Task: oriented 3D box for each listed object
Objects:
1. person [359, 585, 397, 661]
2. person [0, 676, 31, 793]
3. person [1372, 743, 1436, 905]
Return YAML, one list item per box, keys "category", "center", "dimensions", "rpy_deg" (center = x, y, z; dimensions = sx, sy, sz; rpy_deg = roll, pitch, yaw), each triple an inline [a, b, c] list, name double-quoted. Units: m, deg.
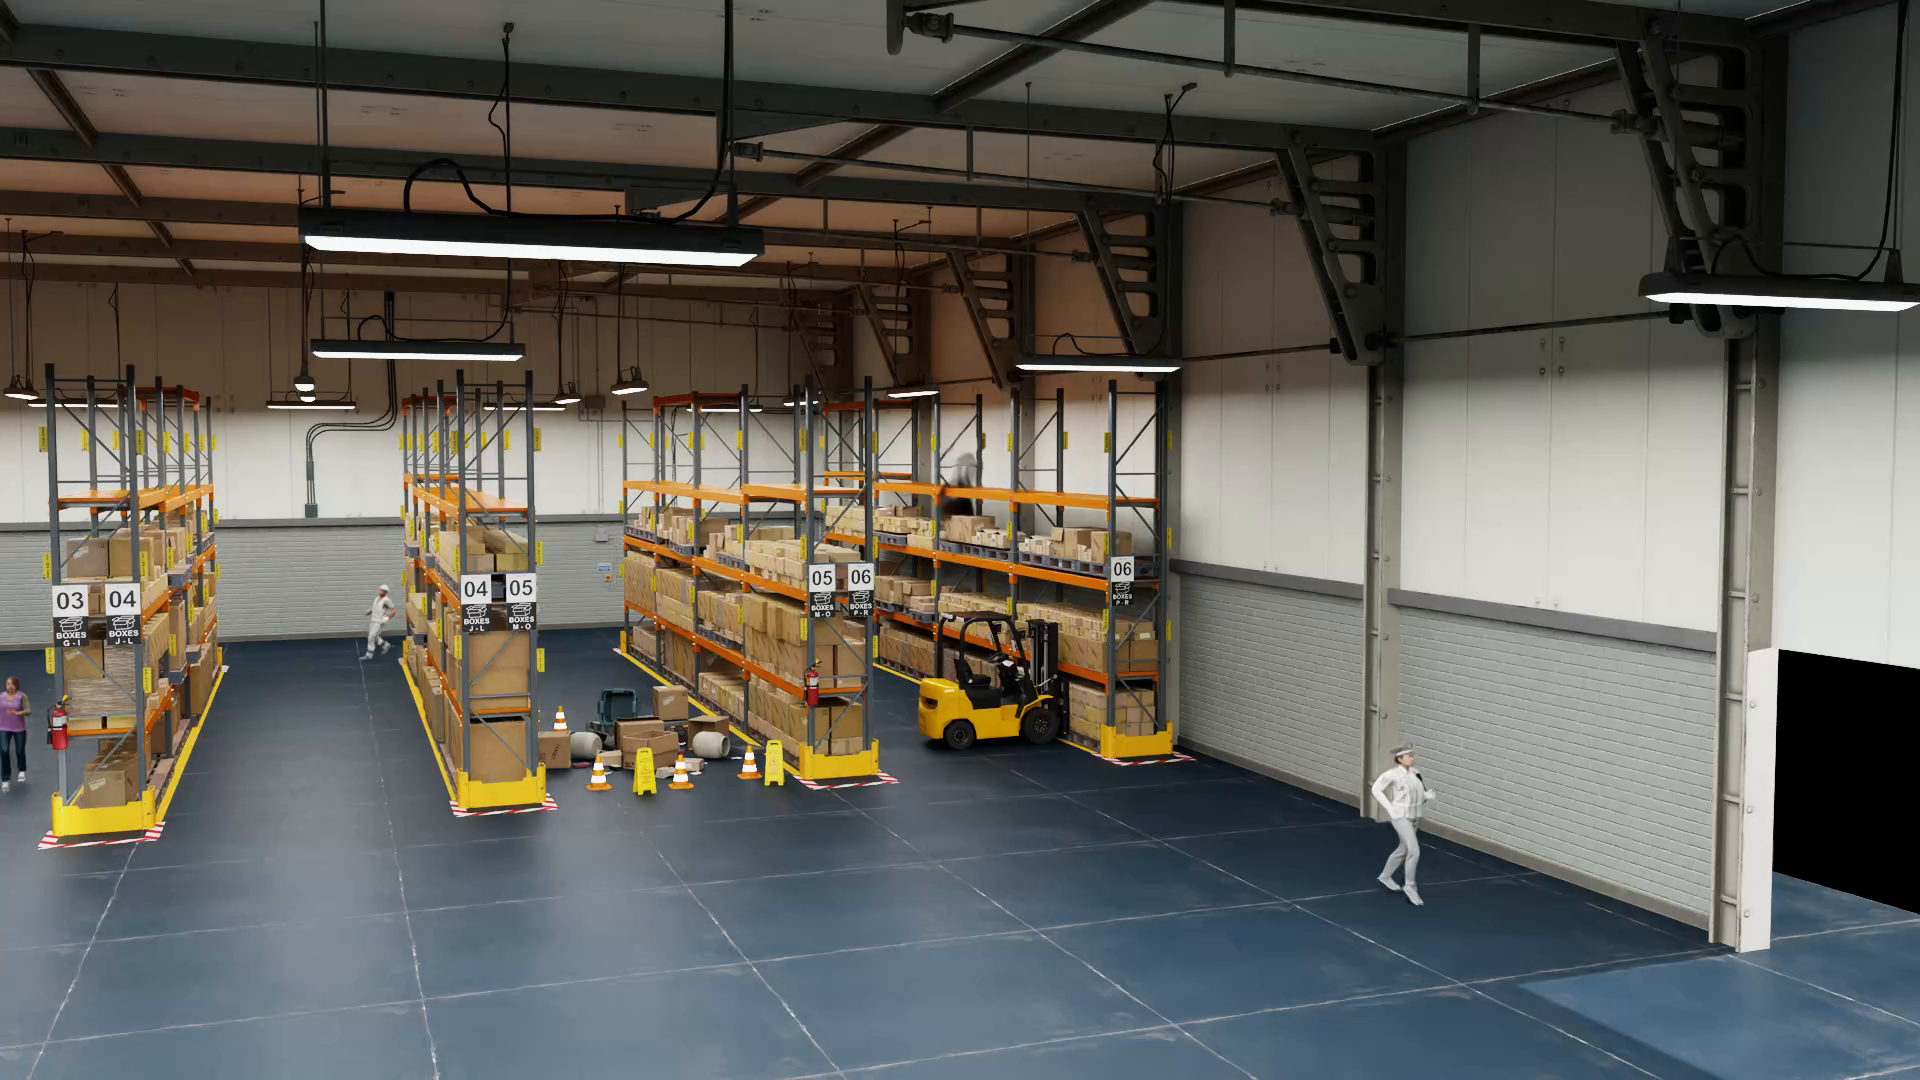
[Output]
- category: "person"
  center: [-13.357, 1.898, 38.236]
  dimensions: [0.721, 1.731, 0.812]
  rpy_deg: [3, 4, 37]
- category: "person"
  center: [-13.720, 2.784, 24.081]
  dimensions: [0.516, 1.624, 0.759]
  rpy_deg: [-1, 4, -22]
- category: "person"
  center: [4.883, 3.089, 18.239]
  dimensions: [0.593, 1.753, 0.695]
  rpy_deg: [-3, 4, -40]
